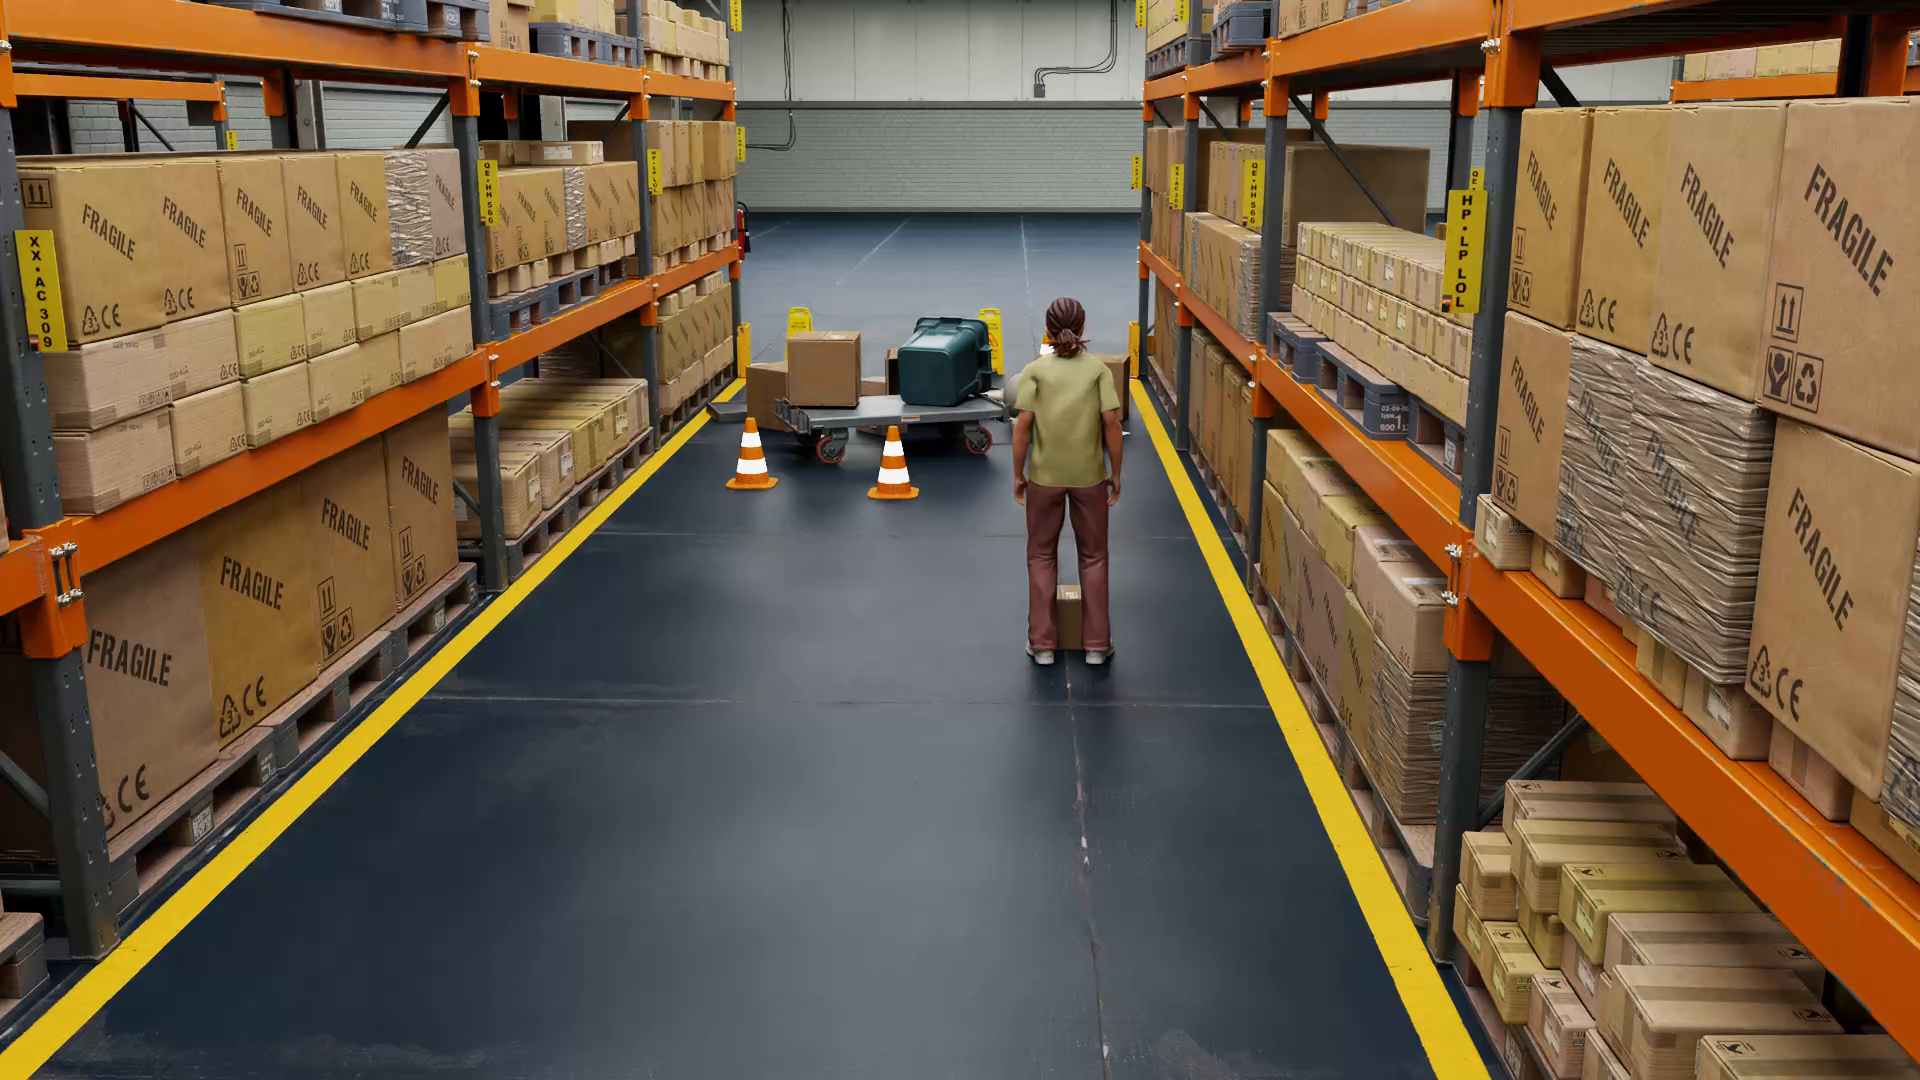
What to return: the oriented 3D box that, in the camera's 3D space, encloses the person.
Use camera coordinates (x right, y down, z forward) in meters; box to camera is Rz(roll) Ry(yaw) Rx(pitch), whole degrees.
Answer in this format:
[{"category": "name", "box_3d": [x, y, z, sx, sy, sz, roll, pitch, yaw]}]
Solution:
[{"category": "person", "box_3d": [0.483, -0.250, 7.550, 0.496, 1.651, 0.359, 0, 14, 1]}]
